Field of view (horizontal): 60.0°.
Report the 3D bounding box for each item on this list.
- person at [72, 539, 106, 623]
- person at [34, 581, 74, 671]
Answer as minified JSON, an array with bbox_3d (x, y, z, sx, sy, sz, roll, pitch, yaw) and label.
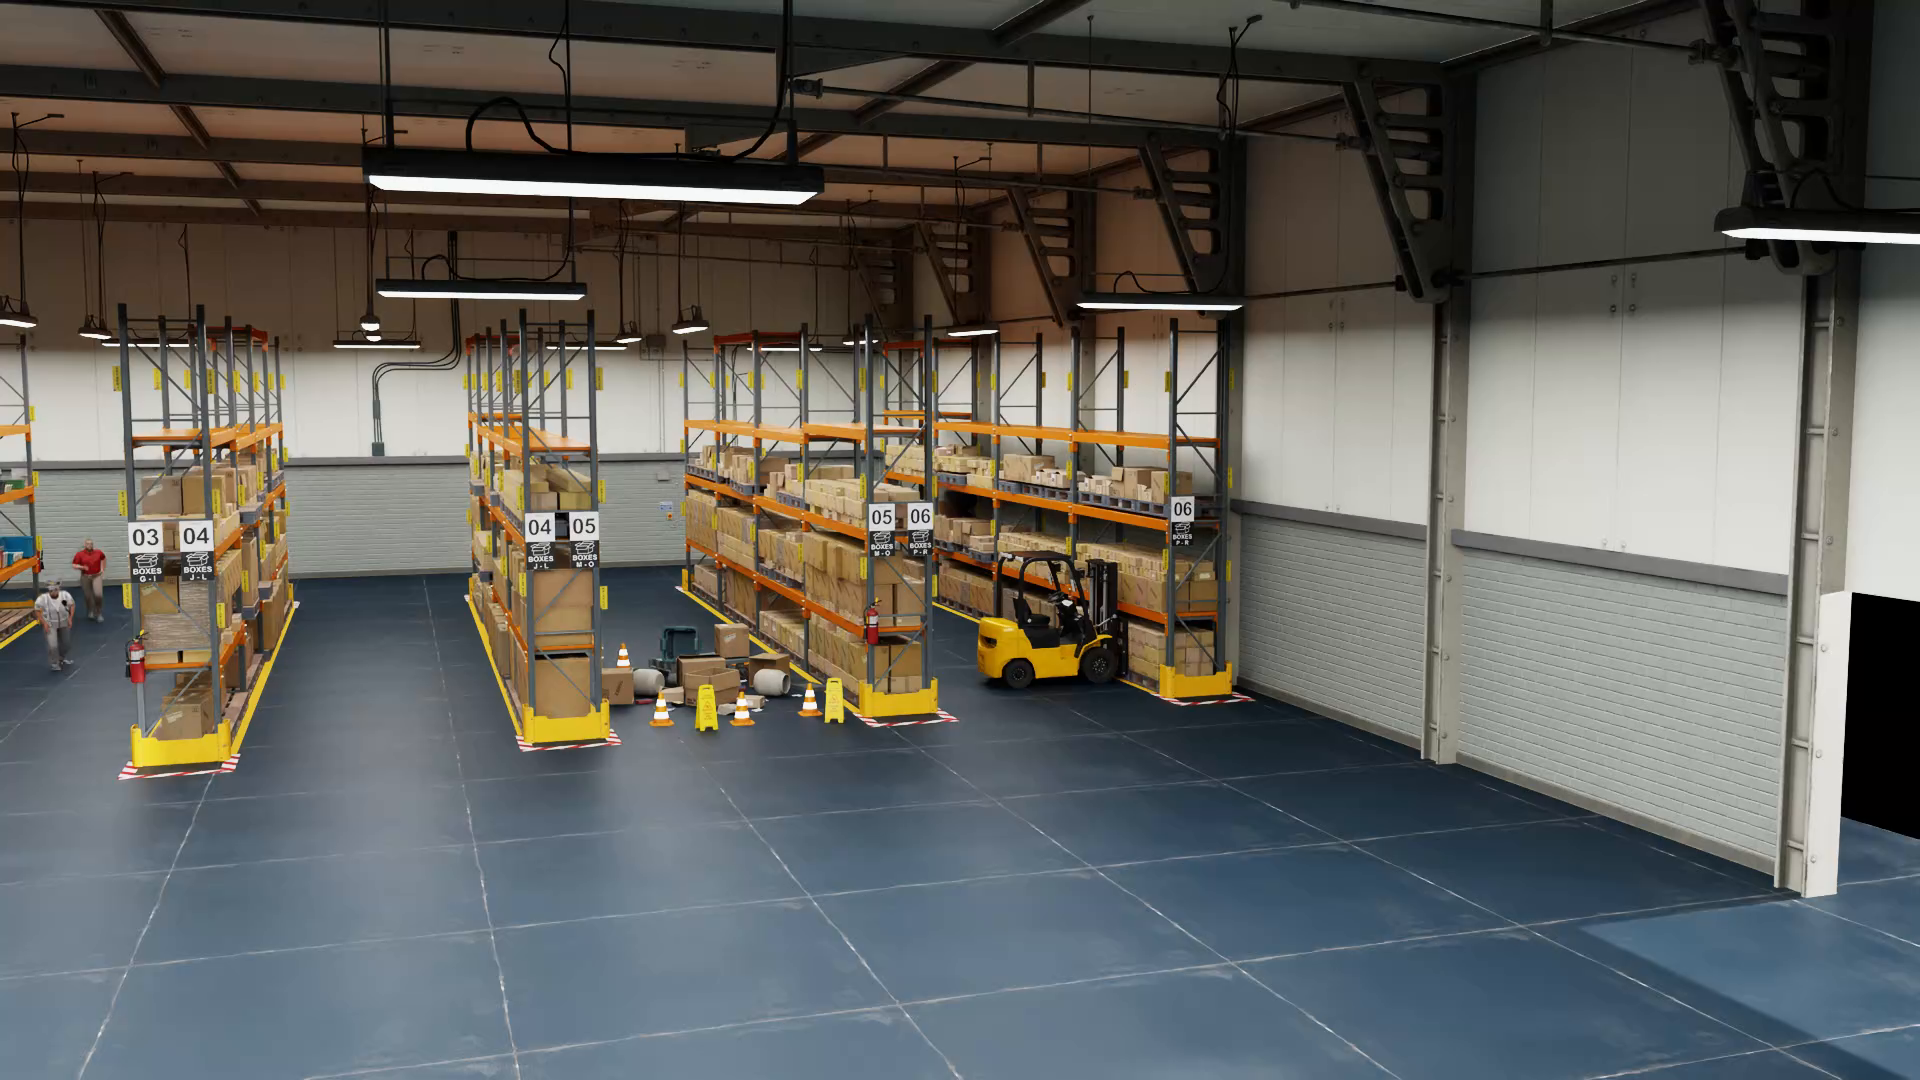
[{"bbox_3d":[-18.180,0.861,34.760,0.633,1.781,0.781,-3,6,-27],"label":"person"},{"bbox_3d":[-15.727,1.469,28.925,0.895,1.595,0.711,5,7,41],"label":"person"}]
